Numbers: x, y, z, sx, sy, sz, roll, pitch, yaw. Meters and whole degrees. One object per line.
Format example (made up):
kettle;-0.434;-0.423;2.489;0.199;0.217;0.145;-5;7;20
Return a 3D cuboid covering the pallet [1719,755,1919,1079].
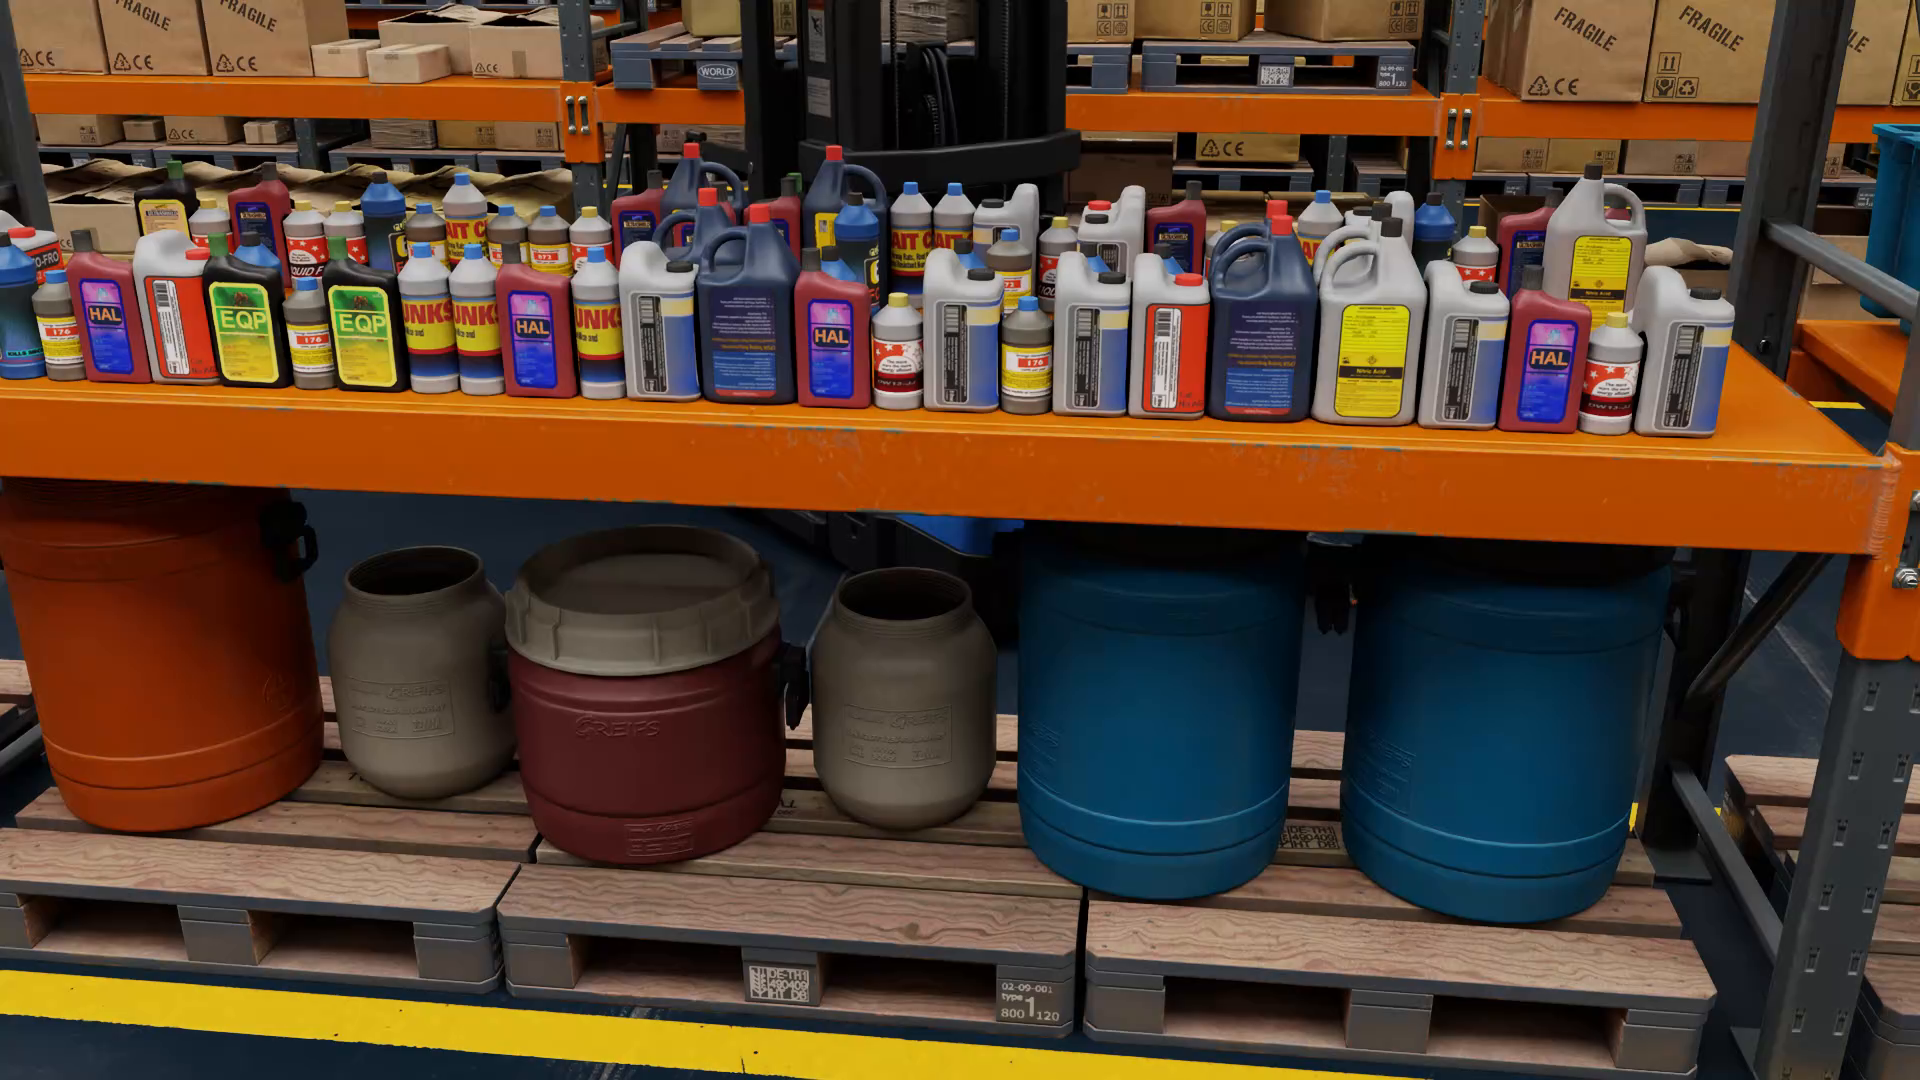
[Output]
pallet;2.400;0.827;3.562;1.213;0.211;1.003;2;22;6

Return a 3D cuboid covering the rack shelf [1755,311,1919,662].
rack shelf;3.652;-0.067;3.007;4.000;0.370;1.077;2;22;6

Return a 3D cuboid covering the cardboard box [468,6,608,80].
cardboard box;-2.076;-2.459;8.202;0.500;0.311;0.500;4;22;10

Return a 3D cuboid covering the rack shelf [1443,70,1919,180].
rack shelf;4.238;-1.875;7.581;4.000;0.370;1.077;2;22;6

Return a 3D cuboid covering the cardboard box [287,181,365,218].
cardboard box;-3.287;-1.622;8.369;0.500;0.311;0.500;2;22;6

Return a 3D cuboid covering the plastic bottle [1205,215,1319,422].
plastic bottle;0.531;-0.393;2.921;0.185;0.351;0.144;2;22;6

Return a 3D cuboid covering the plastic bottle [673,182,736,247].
plastic bottle;-0.553;-0.635;3.624;0.133;0.283;0.061;2;22;6

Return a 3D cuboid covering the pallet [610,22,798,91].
pallet;-1.039;-2.376;8.131;1.003;0.211;1.213;2;22;6

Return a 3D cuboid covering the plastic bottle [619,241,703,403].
plastic bottle;-0.538;-0.406;3.057;0.135;0.276;0.152;2;22;6

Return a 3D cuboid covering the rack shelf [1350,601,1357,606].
rack shelf;1.375;0.099;5.417;0.103;0.180;0.258;15;26;32

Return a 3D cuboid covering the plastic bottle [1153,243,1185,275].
plastic bottle;0.369;-0.411;3.074;0.097;0.271;0.097;0;22;0

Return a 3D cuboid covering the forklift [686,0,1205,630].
forklift;-0.380;-1.574;5.935;1.130;2.935;3.031;-14;26;-32

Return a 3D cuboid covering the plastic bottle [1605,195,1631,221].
plastic bottle;1.352;-0.605;3.549;0.133;0.283;0.061;2;22;6

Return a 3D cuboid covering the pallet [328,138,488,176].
pallet;-4.340;-3.121;13.547;1.213;0.211;1.003;2;22;6

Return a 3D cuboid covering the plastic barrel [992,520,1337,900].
plastic barrel;0.424;0.232;3.555;0.708;0.901;0.600;2;22;6

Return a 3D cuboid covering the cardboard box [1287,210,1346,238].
cardboard box;1.728;-1.255;7.836;0.500;0.500;0.500;2;22;6

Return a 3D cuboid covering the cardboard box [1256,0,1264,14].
cardboard box;2.209;-3.911;12.067;0.250;0.149;0.380;3;22;7

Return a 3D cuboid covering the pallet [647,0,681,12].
pallet;-1.861;-4.181;12.696;1.003;0.211;1.213;2;22;6

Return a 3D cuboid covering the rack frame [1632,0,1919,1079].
rack frame;1.665;-0.488;3.094;0.127;3.000;1.000;2;22;6

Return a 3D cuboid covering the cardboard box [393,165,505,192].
cardboard box;-2.728;-1.796;8.809;0.500;0.311;0.500;2;22;5

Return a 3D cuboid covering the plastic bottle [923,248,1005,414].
plastic bottle;0.008;-0.383;2.996;0.135;0.276;0.152;2;22;6

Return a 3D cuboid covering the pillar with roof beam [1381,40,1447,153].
pillar with roof beam;3.122;-5.609;7.886;0.400;9.000;9.100;2;22;6

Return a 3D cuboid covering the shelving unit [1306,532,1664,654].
shelving unit;1.606;0.162;5.264;1.200;0.189;0.258;15;26;32

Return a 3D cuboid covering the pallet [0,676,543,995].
pallet;-1.519;0.655;3.996;1.213;0.211;1.003;2;22;6

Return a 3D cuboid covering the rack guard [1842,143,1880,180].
rack guard;6.827;-2.768;12.262;0.348;0.500;1.175;2;22;6

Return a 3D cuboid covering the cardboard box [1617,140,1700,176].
cardboard box;5.100;-3.002;12.281;0.500;0.500;0.700;2;22;5

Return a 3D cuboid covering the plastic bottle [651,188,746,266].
plastic bottle;-0.495;-0.494;3.177;0.185;0.351;0.144;2;22;6

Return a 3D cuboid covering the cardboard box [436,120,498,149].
cardboard box;-3.861;-3.463;13.422;0.500;0.500;0.700;2;22;5

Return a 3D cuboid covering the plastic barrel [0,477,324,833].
plastic barrel;-1.819;0.168;3.815;0.708;0.830;0.600;2;22;6

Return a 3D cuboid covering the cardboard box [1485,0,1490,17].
cardboard box;4.092;-4.181;12.028;0.700;0.700;0.980;2;22;5

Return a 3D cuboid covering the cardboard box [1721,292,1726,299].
cardboard box;3.504;-1.052;7.777;0.250;0.166;0.380;2;22;6

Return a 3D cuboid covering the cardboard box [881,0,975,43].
cardboard box;-0.196;-2.616;7.769;0.500;0.500;0.700;7;23;16

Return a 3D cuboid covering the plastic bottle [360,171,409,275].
plastic bottle;-1.320;-0.709;3.829;0.097;0.271;0.097;0;22;0

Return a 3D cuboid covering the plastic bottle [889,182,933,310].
plastic bottle;-0.108;-0.656;3.695;0.097;0.271;0.097;0;22;0

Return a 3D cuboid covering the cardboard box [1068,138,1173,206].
cardboard box;0.807;-1.840;8.296;0.500;0.250;0.500;3;22;6

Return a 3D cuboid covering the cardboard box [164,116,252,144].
cardboard box;-6.148;-3.523;13.574;0.500;0.500;0.500;1;22;2

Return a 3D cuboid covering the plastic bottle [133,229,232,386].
plastic bottle;-1.456;-0.446;3.158;0.135;0.276;0.152;2;22;6

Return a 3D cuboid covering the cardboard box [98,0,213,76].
cardboard box;-3.911;-2.605;8.313;0.500;0.500;0.500;3;22;6

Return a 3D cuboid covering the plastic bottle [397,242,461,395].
plastic bottle;-0.982;-0.413;3.081;0.097;0.271;0.097;0;22;0

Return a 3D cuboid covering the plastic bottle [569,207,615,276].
plastic bottle;-0.837;-0.656;3.788;0.097;0.201;0.097;0;22;0

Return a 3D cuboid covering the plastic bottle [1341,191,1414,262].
plastic bottle;0.887;-0.605;3.559;0.135;0.276;0.152;2;22;6

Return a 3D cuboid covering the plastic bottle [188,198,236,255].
plastic bottle;-1.742;-0.695;3.888;0.097;0.201;0.097;0;22;0

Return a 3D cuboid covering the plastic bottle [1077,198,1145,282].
plastic bottle;0.313;-0.574;3.480;0.135;0.276;0.152;2;22;6

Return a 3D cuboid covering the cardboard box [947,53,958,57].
cardboard box;-0.426;-3.394;12.797;0.750;0.750;0.750;2;22;6

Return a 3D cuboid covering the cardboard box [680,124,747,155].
cardboard box;-1.862;-3.332;13.090;0.500;0.500;0.700;3;22;7

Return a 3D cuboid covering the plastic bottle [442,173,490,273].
plastic bottle;-1.127;-0.701;3.808;0.097;0.271;0.097;0;22;0

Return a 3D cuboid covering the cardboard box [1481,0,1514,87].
cardboard box;2.779;-2.415;7.832;0.500;0.500;0.500;3;22;7

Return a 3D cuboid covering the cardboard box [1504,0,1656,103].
cardboard box;2.726;-2.221;7.342;0.500;0.500;0.500;3;22;8

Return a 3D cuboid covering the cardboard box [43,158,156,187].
cardboard box;-4.739;-1.887;9.038;0.500;0.311;0.500;3;22;8

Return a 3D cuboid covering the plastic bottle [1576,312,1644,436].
plastic bottle;1.118;-0.289;2.862;0.097;0.201;0.097;0;22;0
